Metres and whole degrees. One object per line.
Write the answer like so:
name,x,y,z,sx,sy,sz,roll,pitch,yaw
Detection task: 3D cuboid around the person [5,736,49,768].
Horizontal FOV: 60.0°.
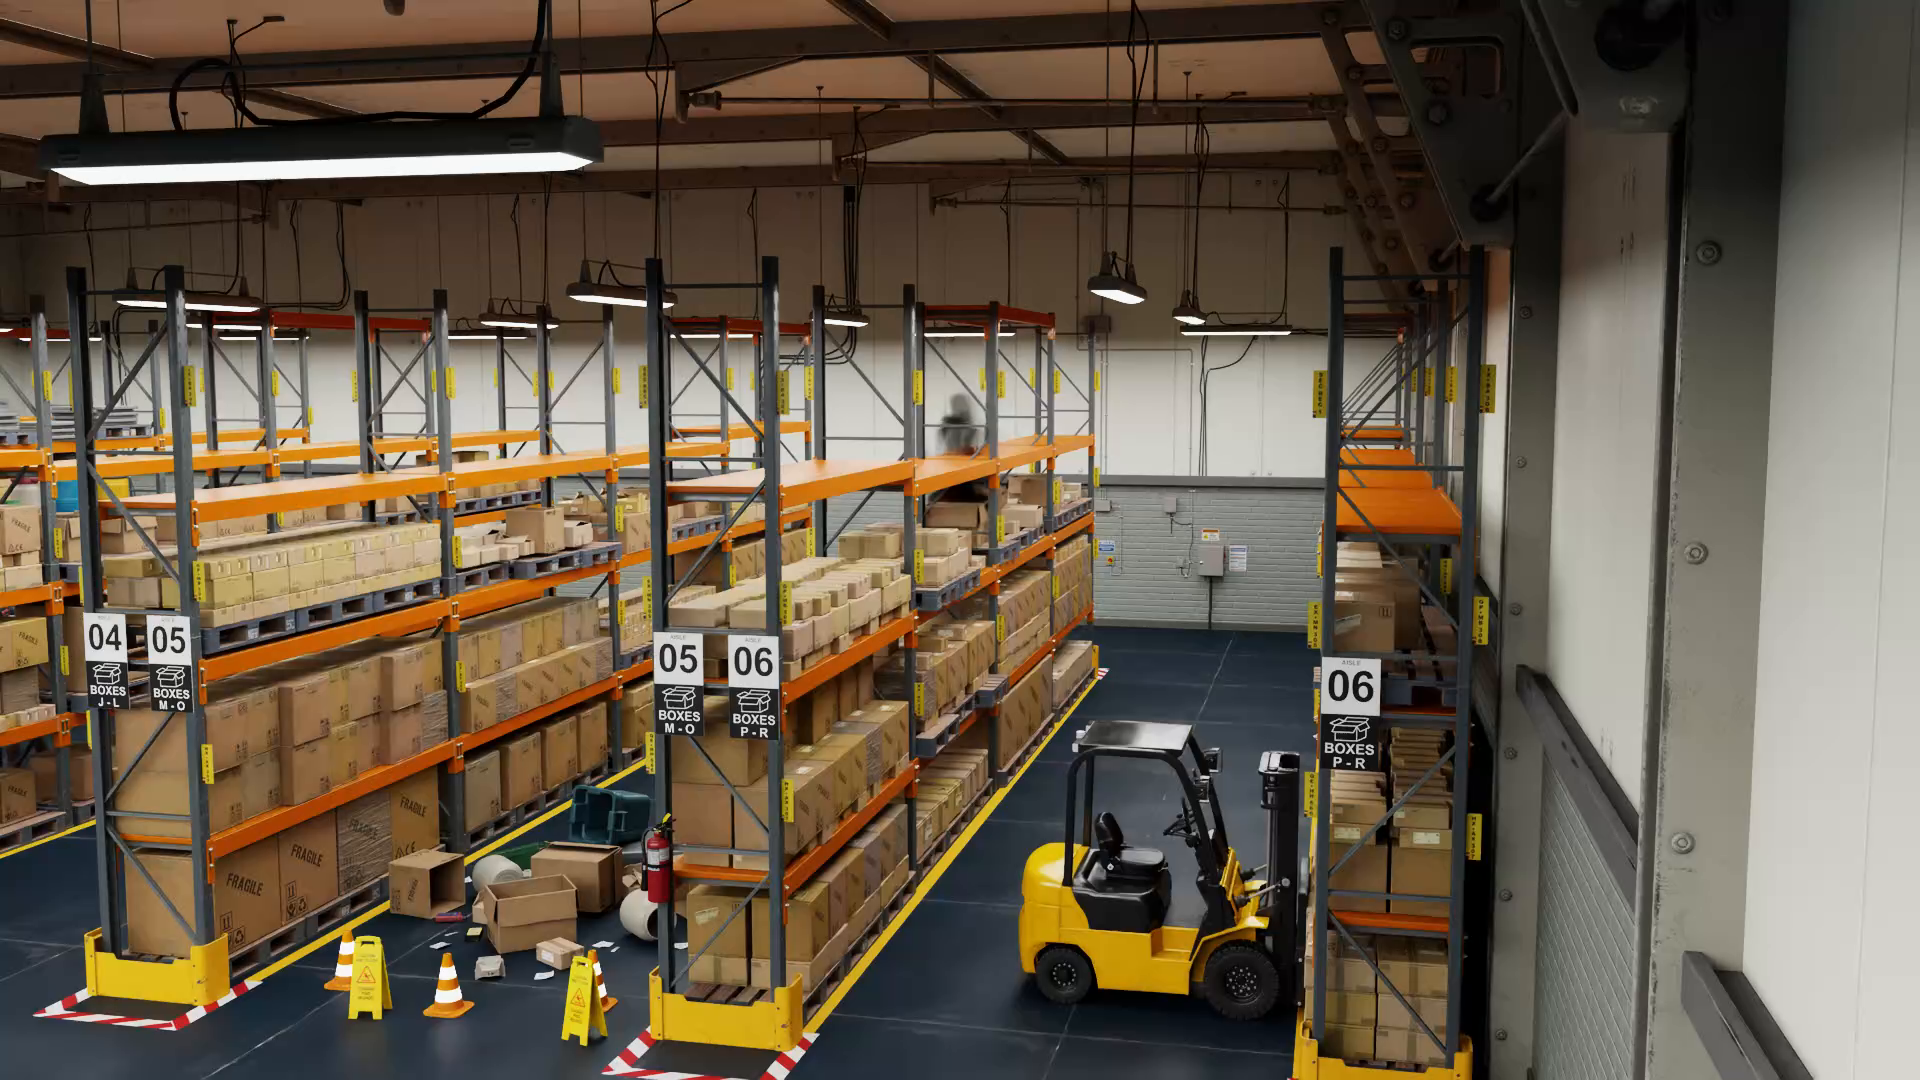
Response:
person,-11.991,2.173,21.304,0.647,1.781,0.700,1,6,11
